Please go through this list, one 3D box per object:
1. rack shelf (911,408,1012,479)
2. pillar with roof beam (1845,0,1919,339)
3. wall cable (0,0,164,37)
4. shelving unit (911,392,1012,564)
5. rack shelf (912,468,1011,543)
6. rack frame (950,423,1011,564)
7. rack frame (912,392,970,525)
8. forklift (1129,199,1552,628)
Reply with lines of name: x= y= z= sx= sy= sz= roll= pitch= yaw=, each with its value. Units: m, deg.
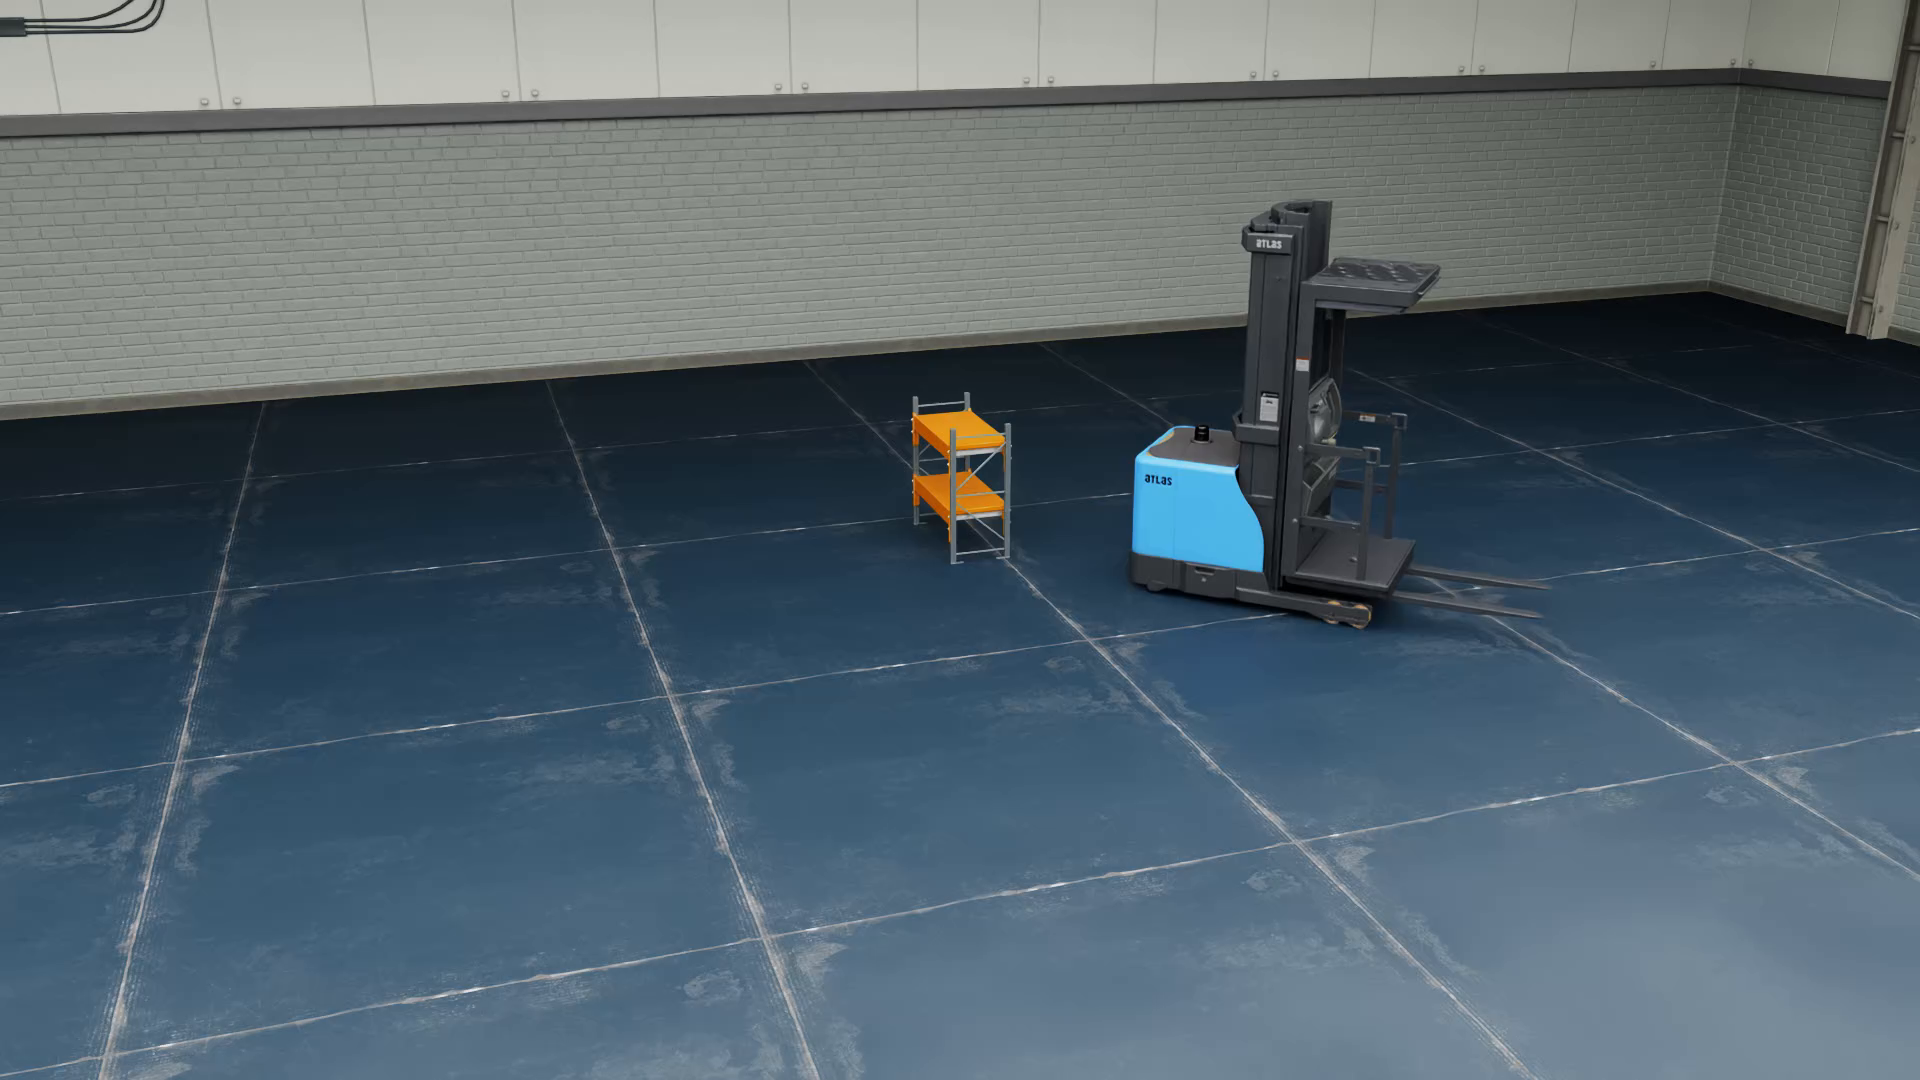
rack shelf: x=0.002 y=-0.803 z=13.621 sx=0.538 sy=0.278 sz=1.000 roll=-6 pitch=21 yaw=-17
pillar with roof beam: x=7.461 y=-6.386 z=18.384 sx=9.100 sy=9.000 sz=0.400 roll=-6 pitch=21 yaw=-17
wall cable: x=-9.009 y=-7.187 z=15.582 sx=2.305 sy=6.003 sz=0.169 roll=-6 pitch=21 yaw=-17
shelving unit: x=0.002 y=-0.527 z=13.720 sx=0.538 sy=1.125 sz=1.048 roll=-6 pitch=21 yaw=-17
rack shelf: x=0.002 y=-0.297 z=13.803 sx=0.538 sy=0.278 sz=1.000 roll=-6 pitch=21 yaw=-17
rack frame: x=0.162 y=-0.364 z=13.266 sx=0.500 sy=1.125 sz=0.032 roll=-6 pitch=21 yaw=-17
rack frame: x=-0.158 y=-0.690 z=14.174 sx=0.500 sy=1.125 sz=0.032 roll=-6 pitch=21 yaw=-17
forklift: x=2.866 y=-0.940 z=12.198 sx=3.031 sy=2.935 sz=1.130 roll=9 pitch=22 yaw=23
